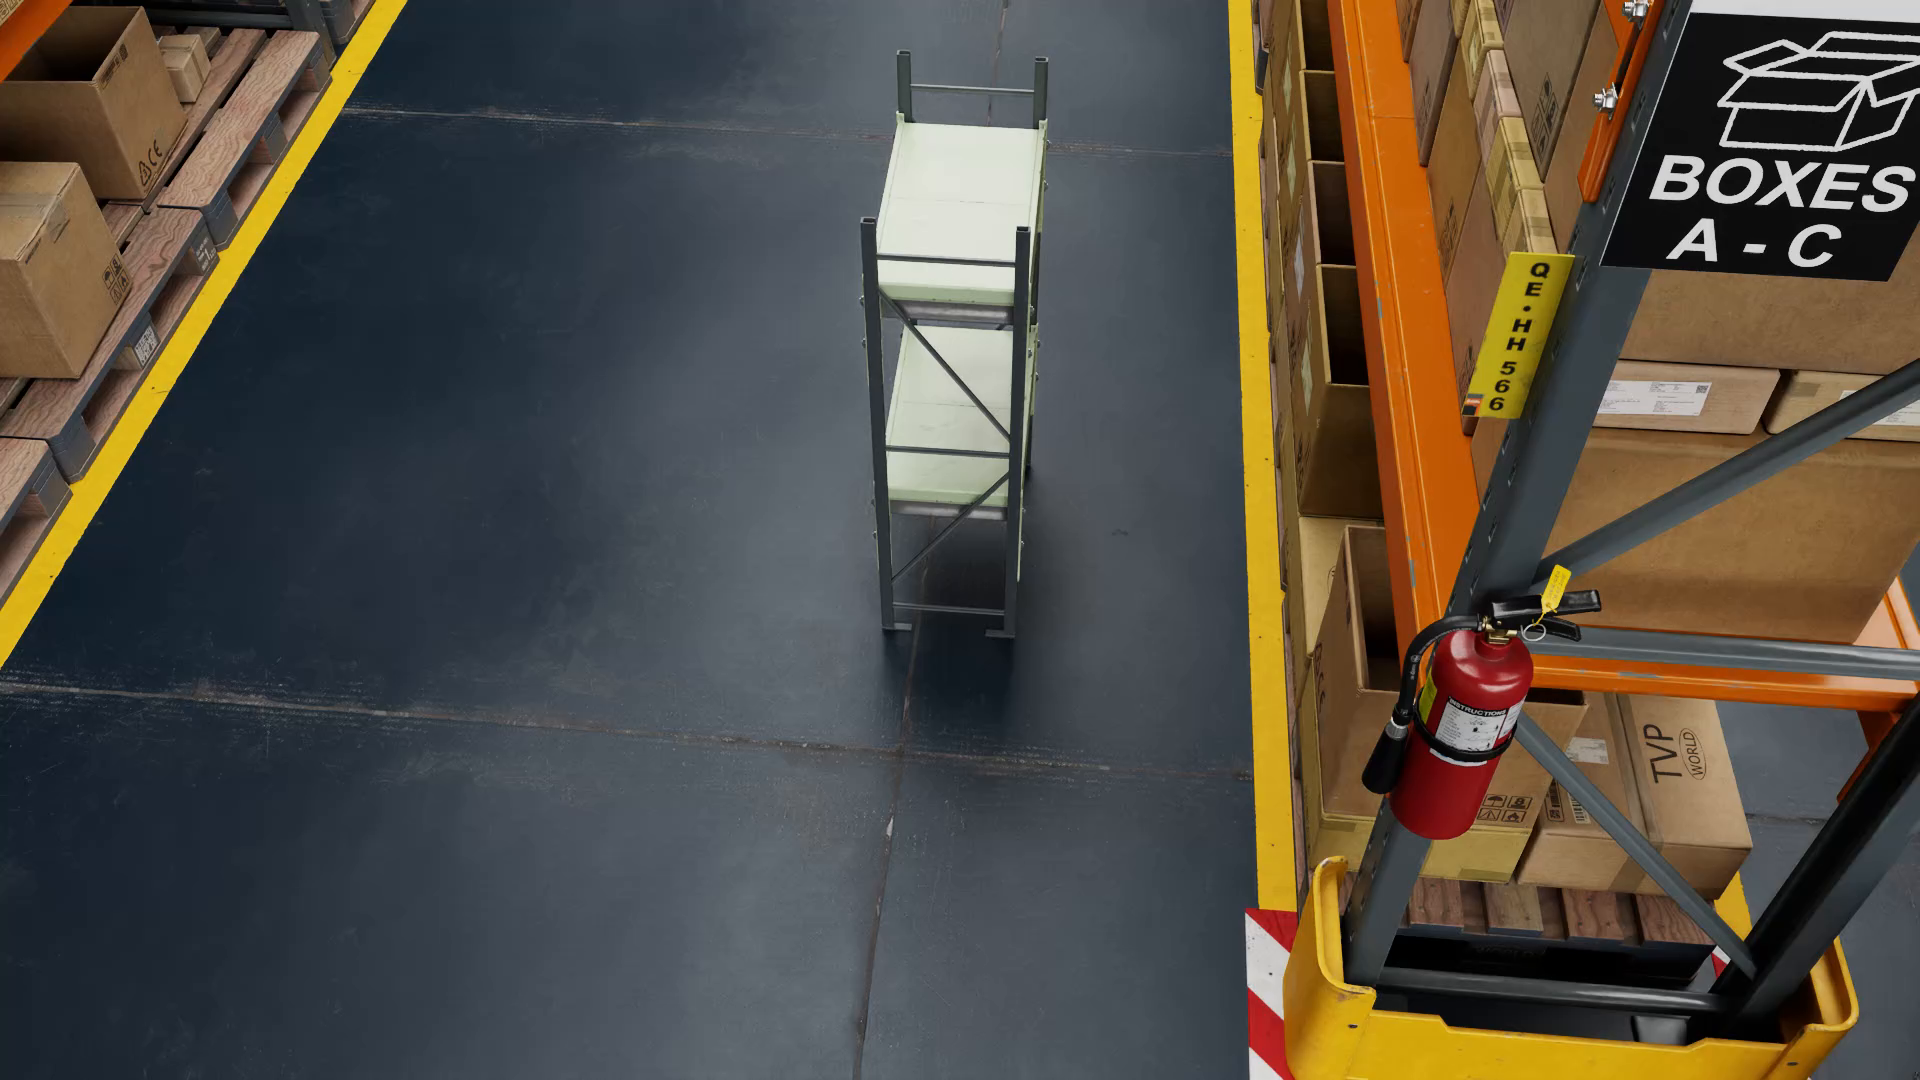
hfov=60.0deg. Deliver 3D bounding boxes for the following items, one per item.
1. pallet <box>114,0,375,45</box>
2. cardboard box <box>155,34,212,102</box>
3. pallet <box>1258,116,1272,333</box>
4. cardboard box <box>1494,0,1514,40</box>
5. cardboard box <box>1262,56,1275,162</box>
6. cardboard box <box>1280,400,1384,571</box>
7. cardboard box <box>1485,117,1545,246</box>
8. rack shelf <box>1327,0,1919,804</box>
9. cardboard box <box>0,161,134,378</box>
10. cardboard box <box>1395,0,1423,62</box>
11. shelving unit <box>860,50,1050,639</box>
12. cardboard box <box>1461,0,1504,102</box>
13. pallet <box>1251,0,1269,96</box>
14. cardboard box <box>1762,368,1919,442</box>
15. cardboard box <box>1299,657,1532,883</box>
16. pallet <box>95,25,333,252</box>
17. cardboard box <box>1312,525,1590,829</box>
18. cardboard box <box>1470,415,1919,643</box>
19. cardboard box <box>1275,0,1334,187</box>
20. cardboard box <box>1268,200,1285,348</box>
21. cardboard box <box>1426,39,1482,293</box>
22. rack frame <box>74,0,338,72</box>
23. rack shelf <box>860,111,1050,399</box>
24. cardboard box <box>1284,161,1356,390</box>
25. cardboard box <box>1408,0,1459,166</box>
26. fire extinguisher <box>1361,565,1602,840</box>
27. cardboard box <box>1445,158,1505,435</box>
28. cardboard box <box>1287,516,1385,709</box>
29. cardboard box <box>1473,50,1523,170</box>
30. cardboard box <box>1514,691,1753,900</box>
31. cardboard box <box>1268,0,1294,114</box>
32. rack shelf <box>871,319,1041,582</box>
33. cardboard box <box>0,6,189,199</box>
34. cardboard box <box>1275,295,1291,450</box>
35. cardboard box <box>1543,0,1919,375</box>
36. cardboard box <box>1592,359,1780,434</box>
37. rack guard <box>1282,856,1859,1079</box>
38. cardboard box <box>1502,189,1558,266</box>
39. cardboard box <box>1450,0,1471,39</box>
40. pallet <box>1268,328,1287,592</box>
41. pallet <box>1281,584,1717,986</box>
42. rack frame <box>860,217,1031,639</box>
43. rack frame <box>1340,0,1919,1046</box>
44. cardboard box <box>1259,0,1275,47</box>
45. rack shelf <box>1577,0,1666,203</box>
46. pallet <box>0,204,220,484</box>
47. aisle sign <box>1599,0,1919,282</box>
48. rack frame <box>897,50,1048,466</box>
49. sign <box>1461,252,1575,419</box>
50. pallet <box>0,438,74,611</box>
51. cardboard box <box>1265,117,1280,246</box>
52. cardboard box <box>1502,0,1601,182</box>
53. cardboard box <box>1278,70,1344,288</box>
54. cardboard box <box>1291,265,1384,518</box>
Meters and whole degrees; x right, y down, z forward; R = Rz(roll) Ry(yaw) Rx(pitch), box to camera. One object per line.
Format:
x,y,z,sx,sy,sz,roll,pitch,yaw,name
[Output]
-3.104,-2.692,7.569,1.003,0.211,1.213,4,48,4,pallet
-3.192,-1.858,6.538,0.380,0.166,0.250,-2,48,-2,cardboard box
1.646,-1.208,6.211,1.003,0.211,1.213,4,48,4,pallet
1.543,-1.401,3.552,0.700,0.500,0.500,4,48,4,cardboard box
1.416,-1.624,6.281,0.500,0.250,0.500,4,48,4,cardboard box
1.227,-0.154,4.937,0.500,0.250,0.500,4,48,4,cardboard box
1.286,-0.717,3.366,0.380,0.149,0.250,3,48,3,cardboard box
1.578,-1.018,4.636,1.077,0.370,4.000,4,48,4,rack shelf
-3.217,-0.883,5.421,0.700,0.500,0.500,1,48,1,cardboard box
1.635,-1.681,4.687,0.700,0.500,0.500,5,48,4,cardboard box
-0.001,-0.501,4.692,0.431,1.500,0.755,4,48,4,shelving unit
1.335,-1.095,3.712,0.380,0.149,0.250,5,48,5,cardboard box
1.788,-2.333,7.241,1.003,0.211,1.213,4,48,4,pallet
1.646,-0.317,3.000,0.380,0.149,0.250,4,48,3,cardboard box
1.150,0.581,4.264,0.500,0.250,0.500,4,48,4,cardboard box
-3.199,-1.624,6.592,1.003,0.211,1.213,4,48,4,pallet
1.148,0.328,3.988,0.500,0.500,0.500,4,48,4,cardboard box
1.451,-0.167,3.302,0.700,0.500,0.500,4,48,4,cardboard box
1.368,-1.509,5.668,0.500,0.500,0.500,4,48,4,cardboard box
1.314,-0.889,5.609,0.500,0.250,0.500,4,48,4,cardboard box
1.545,-0.918,3.989,0.700,0.500,0.500,4,48,4,cardboard box
-3.173,-3.061,6.017,1.000,3.000,0.127,4,48,4,rack frame
-0.001,-0.765,4.404,0.431,0.370,0.720,4,48,4,rack shelf
1.271,-0.775,4.997,0.500,0.500,0.500,4,48,4,cardboard box
1.589,-1.305,4.343,0.700,0.500,0.500,5,48,5,cardboard box
0.922,0.291,3.004,0.296,0.674,0.183,4,48,4,fire extinguisher
1.494,-0.553,3.655,0.700,0.500,0.500,5,48,5,cardboard box
1.184,0.213,4.601,0.500,0.250,0.500,4,48,4,cardboard box
1.311,-0.902,3.535,0.380,0.149,0.250,4,48,4,cardboard box
1.666,0.616,4.232,0.500,0.250,0.500,4,48,4,cardboard box
1.406,-1.877,6.005,0.500,0.500,0.500,4,48,4,cardboard box
-0.001,-0.281,4.933,0.431,0.370,0.720,4,48,4,rack shelf
-3.228,-1.600,6.077,0.500,0.500,0.500,1,48,1,cardboard box
1.275,-0.522,5.273,0.500,0.250,0.500,4,48,4,cardboard box
1.455,-0.644,2.859,0.700,0.500,0.500,4,48,4,cardboard box
1.240,-0.337,3.018,0.380,0.149,0.250,3,48,3,cardboard box
1.393,1.070,3.932,1.175,0.500,0.348,4,48,4,rack guard
1.263,-0.530,3.194,0.380,0.149,0.250,5,48,5,cardboard box
1.357,-1.289,3.889,0.380,0.149,0.250,5,48,5,cardboard box
1.537,-0.309,5.389,1.003,0.211,1.213,4,48,4,pallet
1.423,0.585,4.571,1.003,0.211,1.213,4,48,4,pallet
-0.034,-0.232,4.446,0.400,1.500,0.023,4,48,4,rack frame
1.395,0.209,3.026,1.000,3.000,0.127,4,48,4,rack frame
1.509,-2.268,6.871,0.500,0.250,0.500,3,48,3,cardboard box
1.578,-2.030,3.529,1.077,0.370,4.000,4,48,4,rack shelf
-3.308,-0.725,5.770,1.003,0.211,1.213,4,48,4,pallet
1.097,-0.640,2.041,0.394,0.787,0.004,4,48,4,aisle sign
0.033,-0.770,4.938,0.400,1.500,0.023,4,48,4,rack frame
0.856,-0.308,2.554,0.100,0.325,0.005,4,48,4,sign
-3.422,0.169,4.952,1.003,0.211,1.213,4,48,4,pallet
1.365,-1.256,5.945,0.500,0.250,0.500,4,48,4,cardboard box
1.498,-1.030,3.213,0.700,0.500,0.500,3,48,3,cardboard box
1.315,-1.142,5.333,0.500,0.500,0.500,4,48,4,cardboard box
1.224,-0.408,4.661,0.500,0.500,0.500,4,48,4,cardboard box
